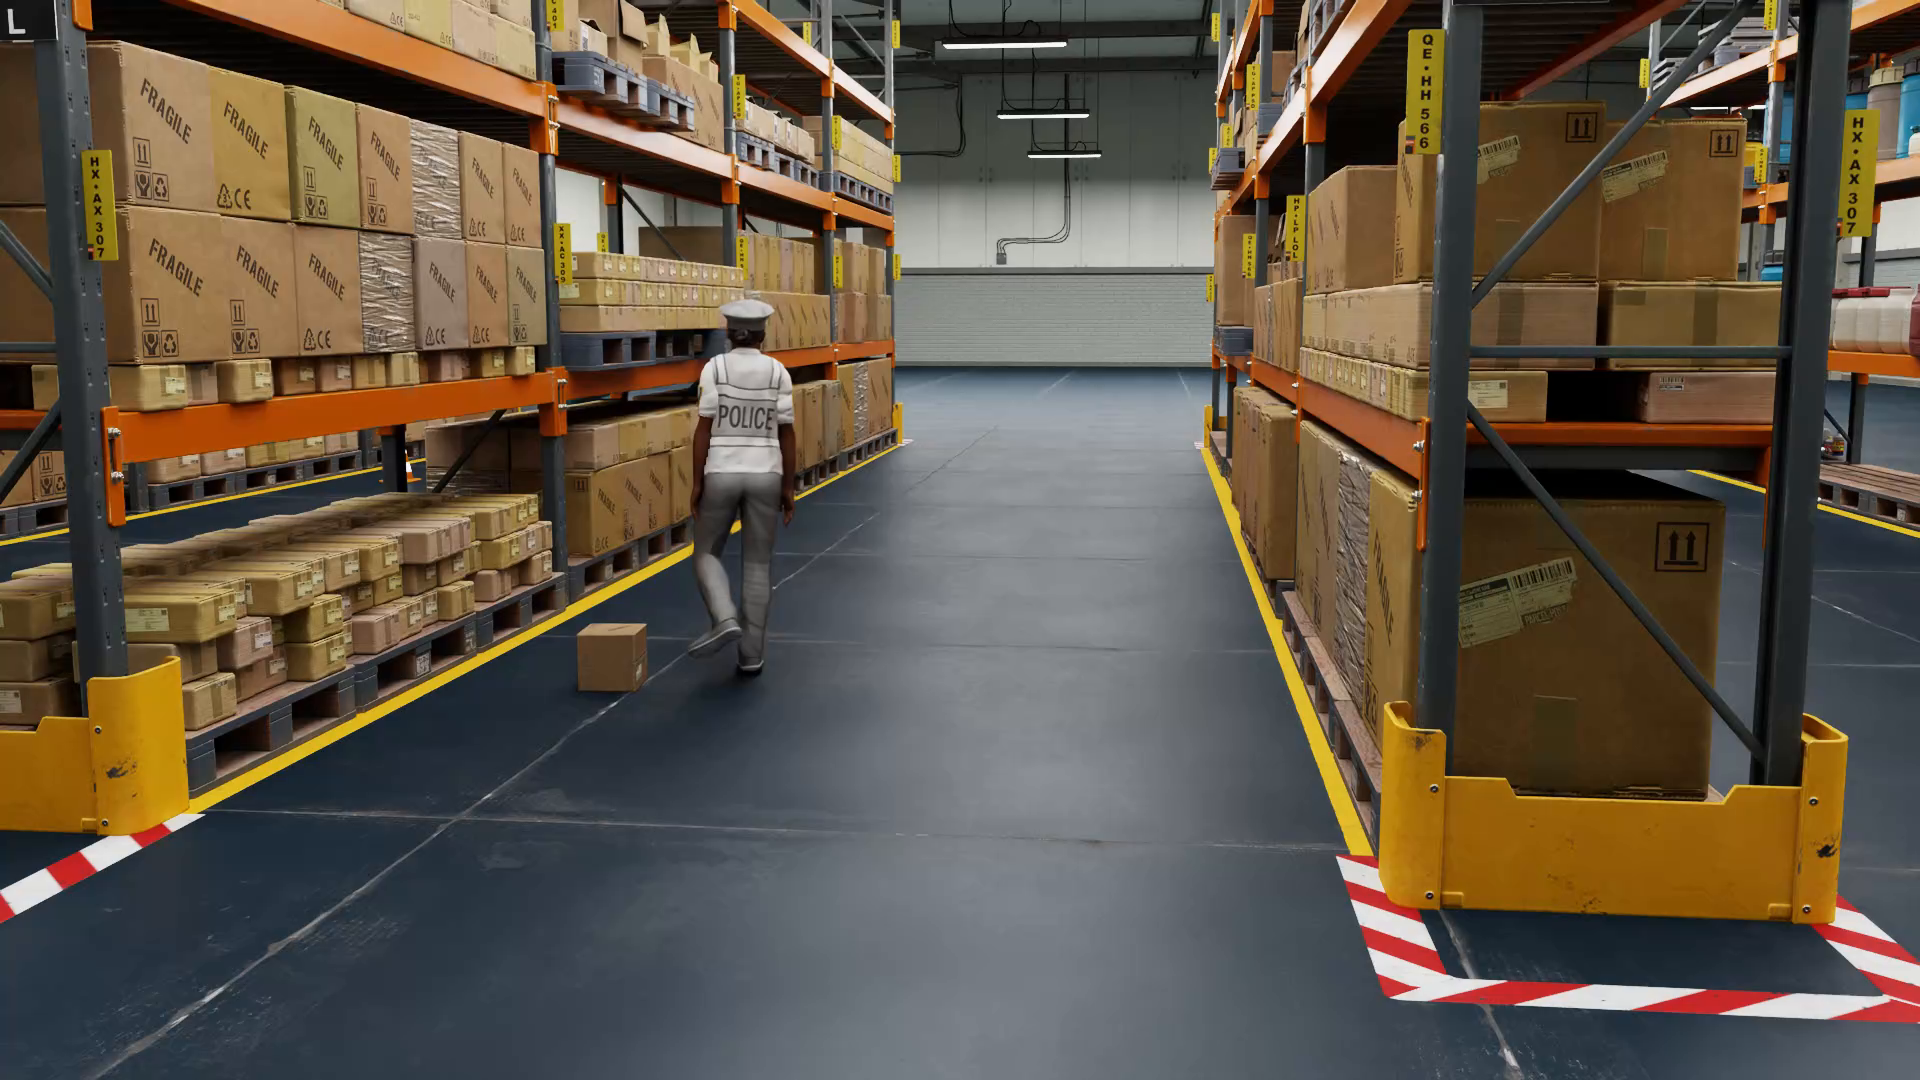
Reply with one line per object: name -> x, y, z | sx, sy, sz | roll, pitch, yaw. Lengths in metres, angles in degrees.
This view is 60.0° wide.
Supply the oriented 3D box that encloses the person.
person -> -0.986, -0.240, 7.470 | 0.522, 1.672, 0.481 | -2, 8, -15
